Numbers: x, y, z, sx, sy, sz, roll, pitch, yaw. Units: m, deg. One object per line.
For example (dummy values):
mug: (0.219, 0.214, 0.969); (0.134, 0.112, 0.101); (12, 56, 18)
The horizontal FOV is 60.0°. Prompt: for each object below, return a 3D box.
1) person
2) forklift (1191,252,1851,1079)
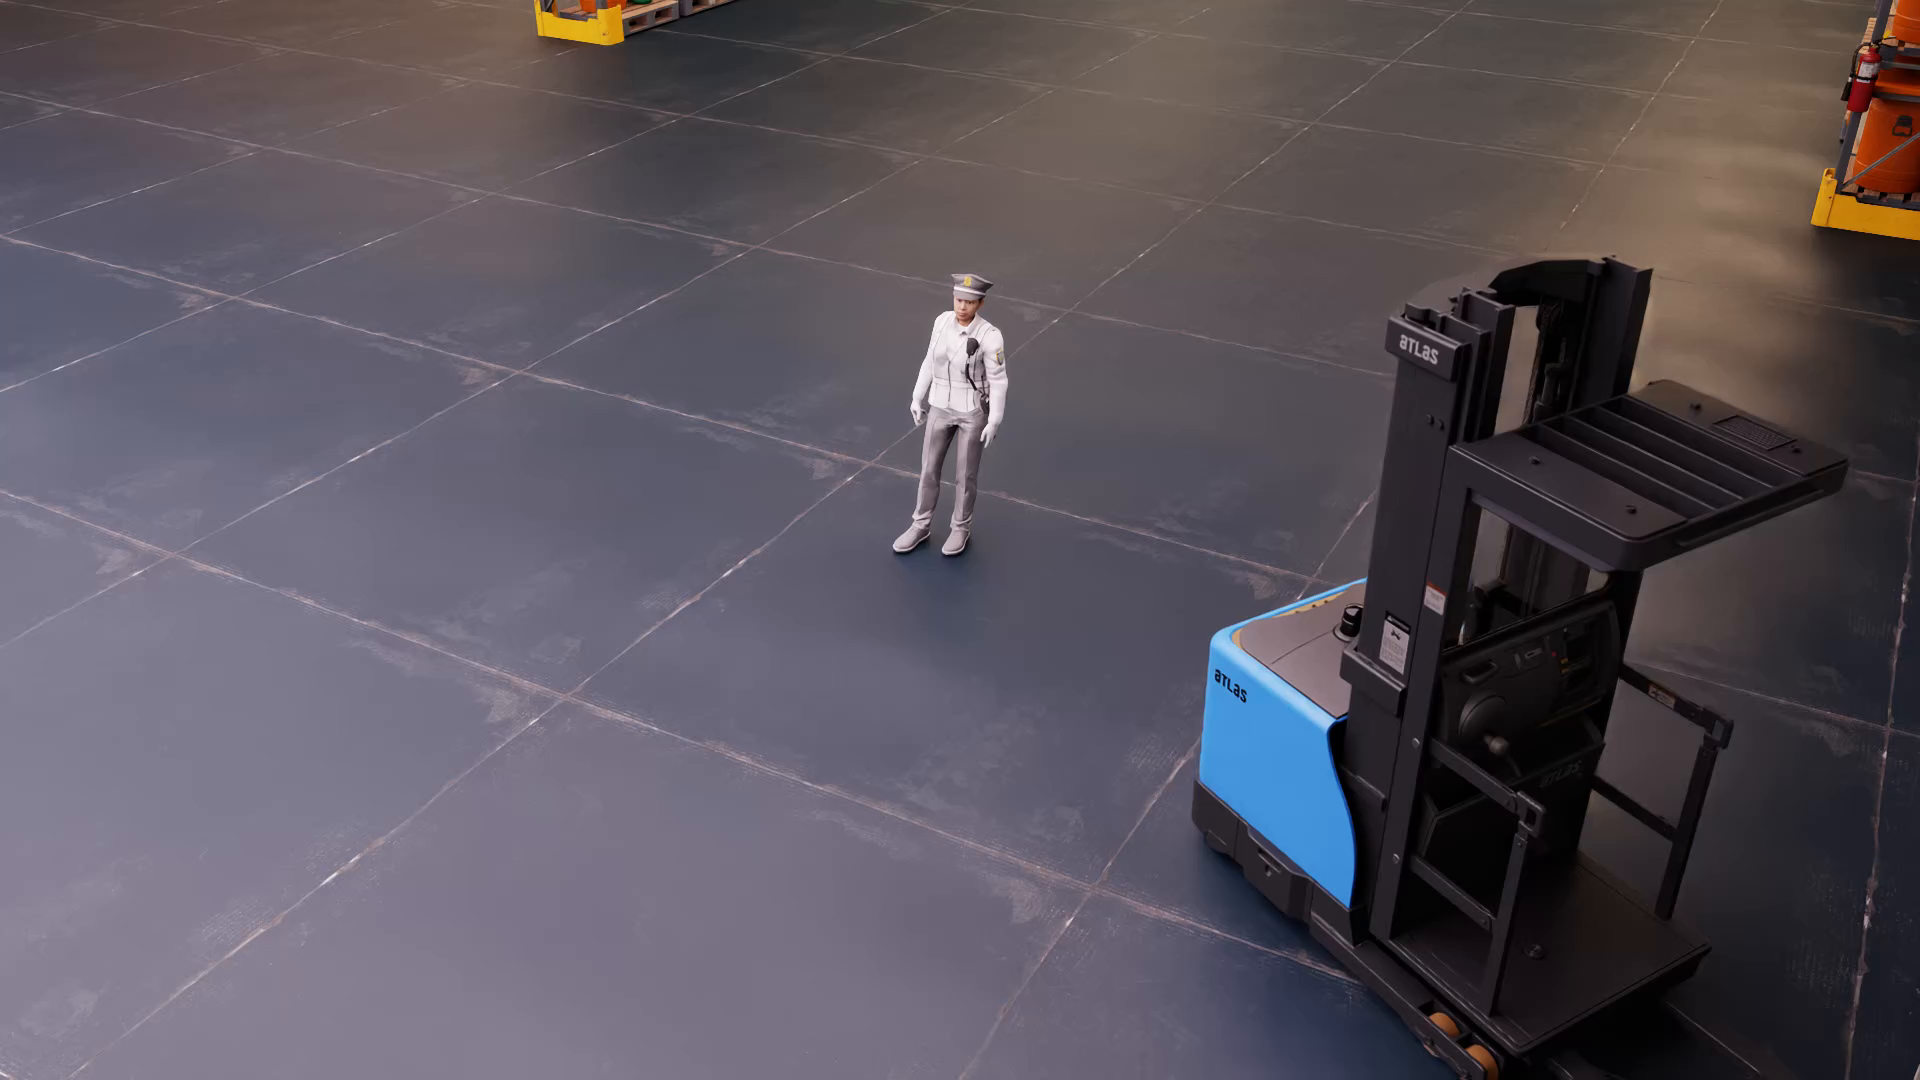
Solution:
person: (-0.039, -0.712, 9.527); (0.588, 1.695, 0.531); (15, 33, 25)
forklift: (2.256, 0.565, 6.091); (1.130, 2.935, 3.031); (-17, 34, -27)
